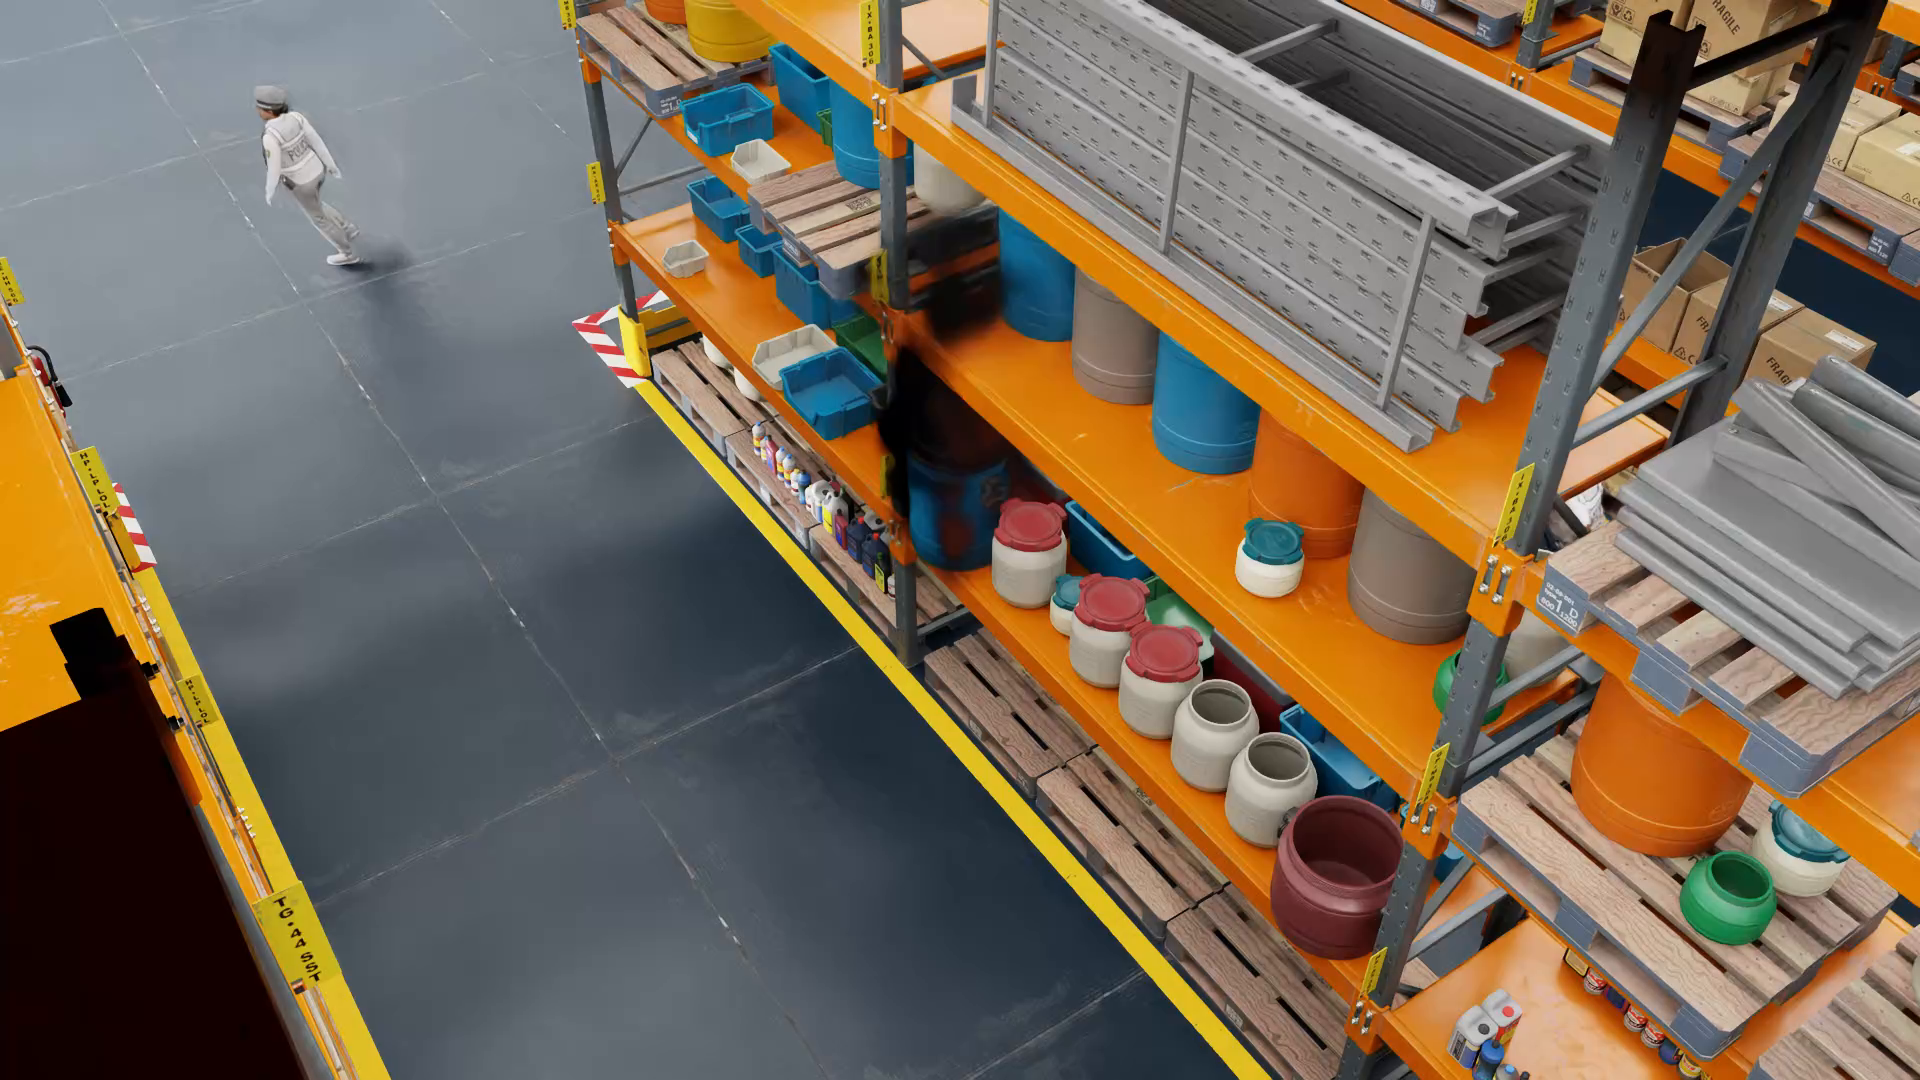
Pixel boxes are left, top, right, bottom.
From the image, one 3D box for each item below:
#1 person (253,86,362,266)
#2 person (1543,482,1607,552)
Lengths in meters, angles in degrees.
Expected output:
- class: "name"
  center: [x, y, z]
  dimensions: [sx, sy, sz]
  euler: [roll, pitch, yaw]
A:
- class: "person"
  center: [-5.431, -2.984, 13.790]
  dimensions: [0.530, 1.649, 0.608]
  euler: [9, 43, 10]
- class: "person"
  center: [3.798, 0.169, 10.074]
  dimensions: [0.952, 1.615, 0.608]
  euler: [24, 48, 24]
